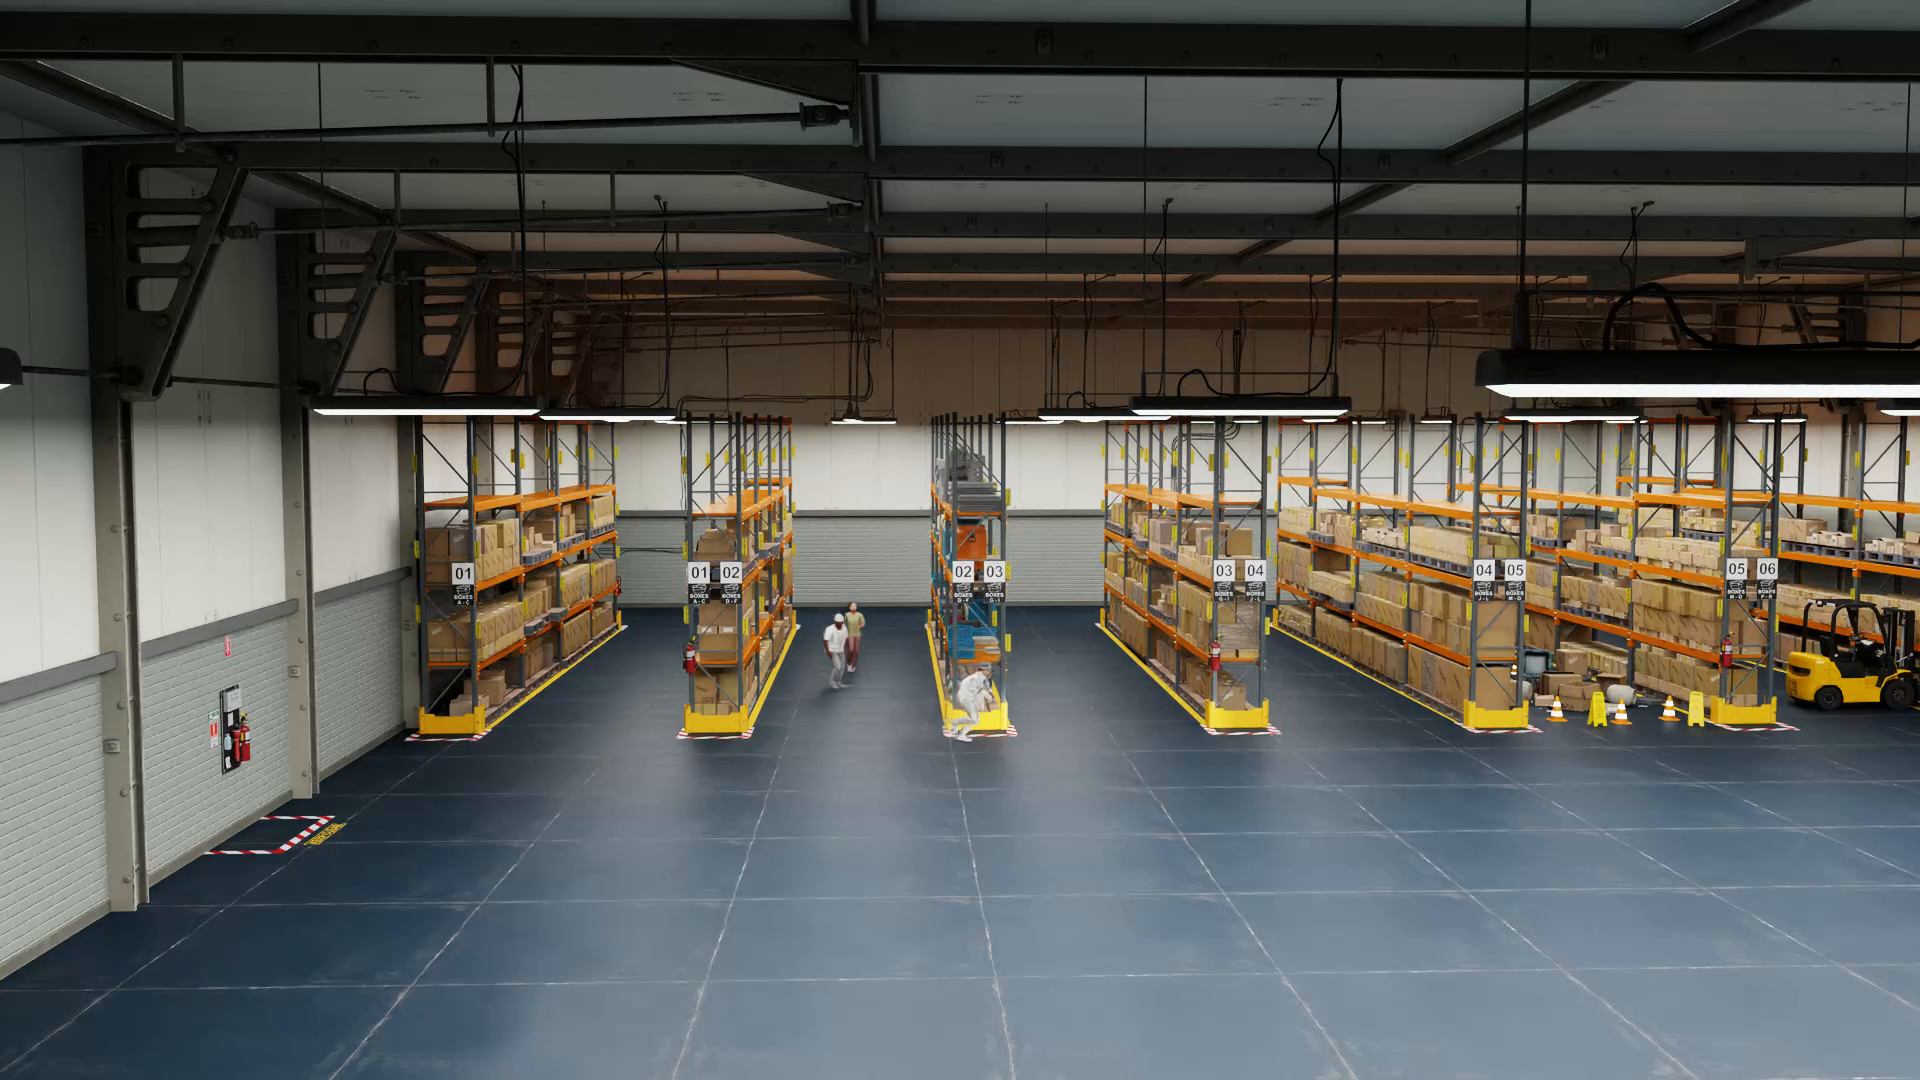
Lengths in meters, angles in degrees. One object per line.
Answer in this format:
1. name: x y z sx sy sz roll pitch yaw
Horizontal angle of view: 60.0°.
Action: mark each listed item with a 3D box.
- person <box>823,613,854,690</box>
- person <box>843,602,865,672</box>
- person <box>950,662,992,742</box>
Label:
1. person: -2.670 2.416 36.220 0.620 1.696 0.701 3 5 41
2. person: -2.485 2.251 38.725 0.570 1.644 0.638 -1 4 -9
3. person: 0.190 2.939 30.175 0.792 1.484 0.637 1 4 21
